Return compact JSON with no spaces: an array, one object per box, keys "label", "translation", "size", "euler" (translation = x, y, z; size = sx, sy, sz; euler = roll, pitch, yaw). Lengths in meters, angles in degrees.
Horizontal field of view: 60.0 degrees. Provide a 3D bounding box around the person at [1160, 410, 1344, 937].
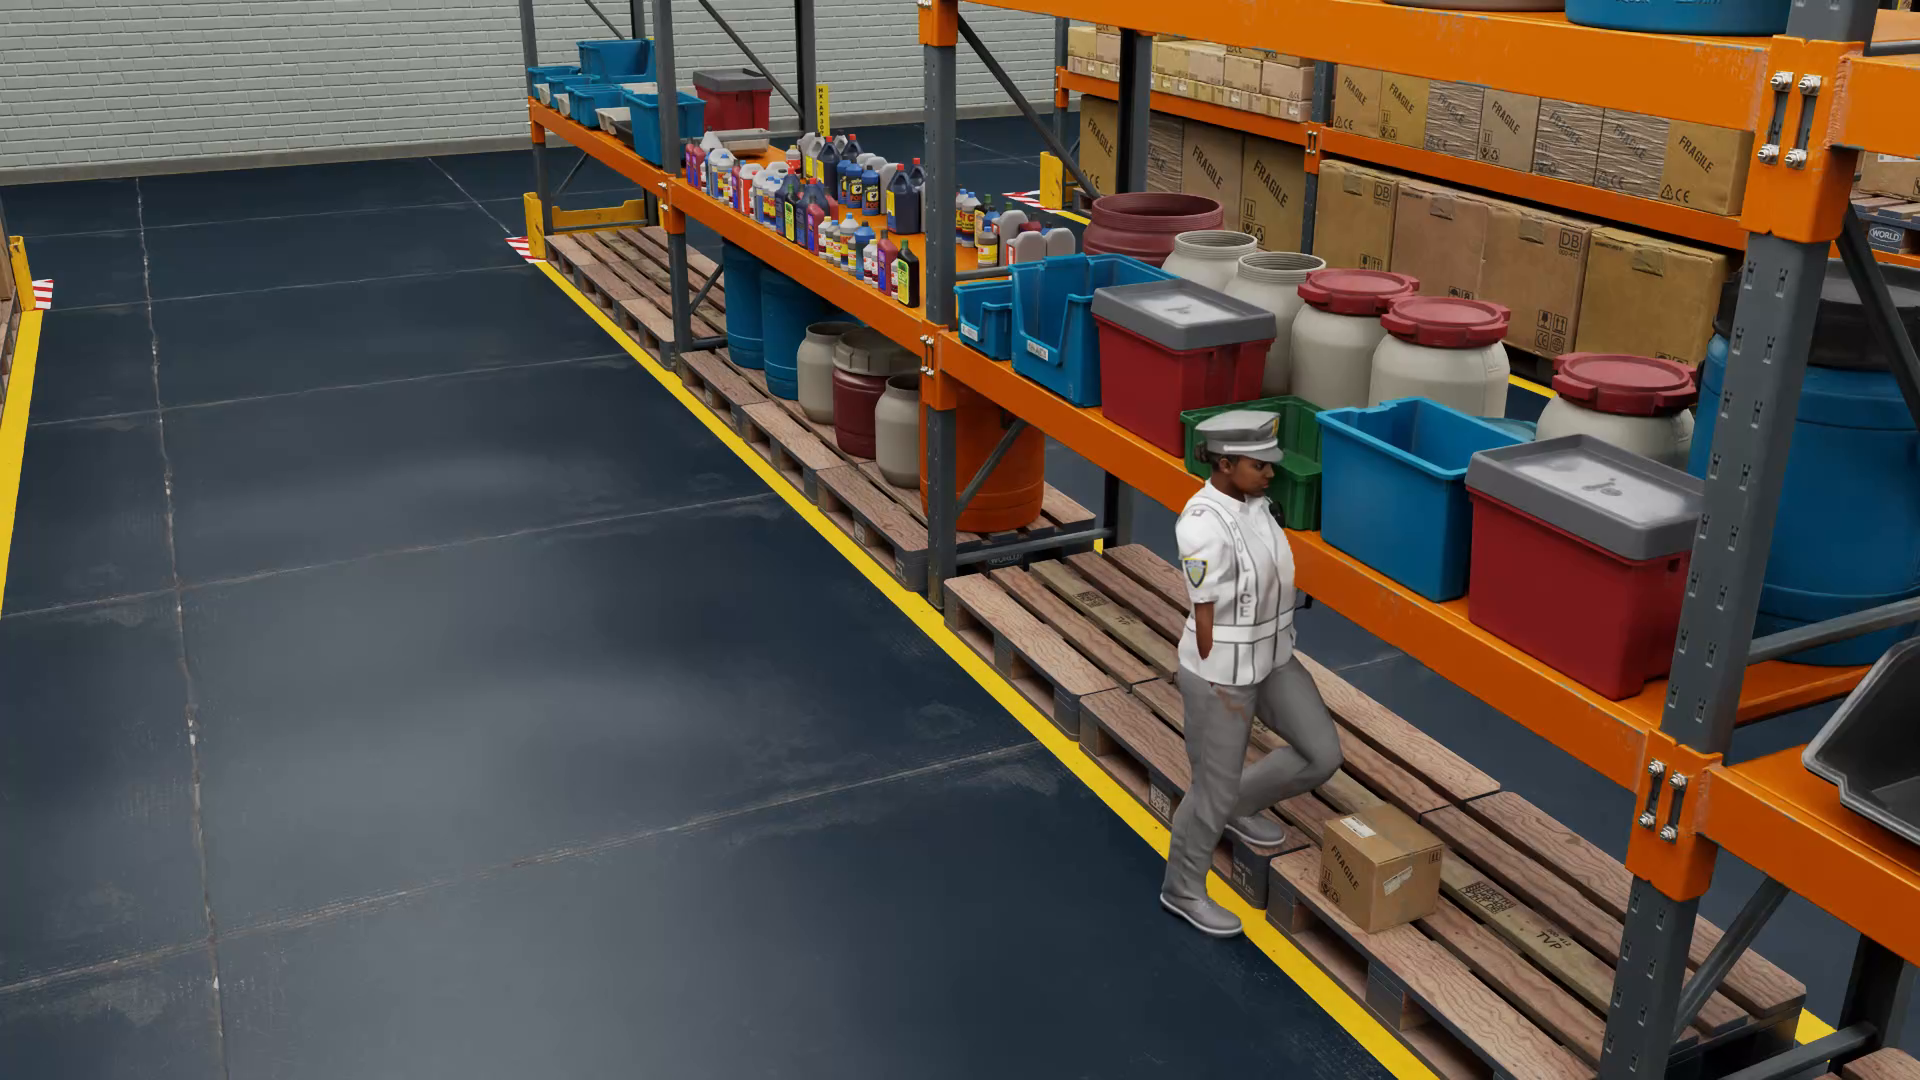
[{"label":"person","translation":[0.900,0.415,5.087],"size":[0.495,1.660,0.438],"euler":[18,28,37]}]
